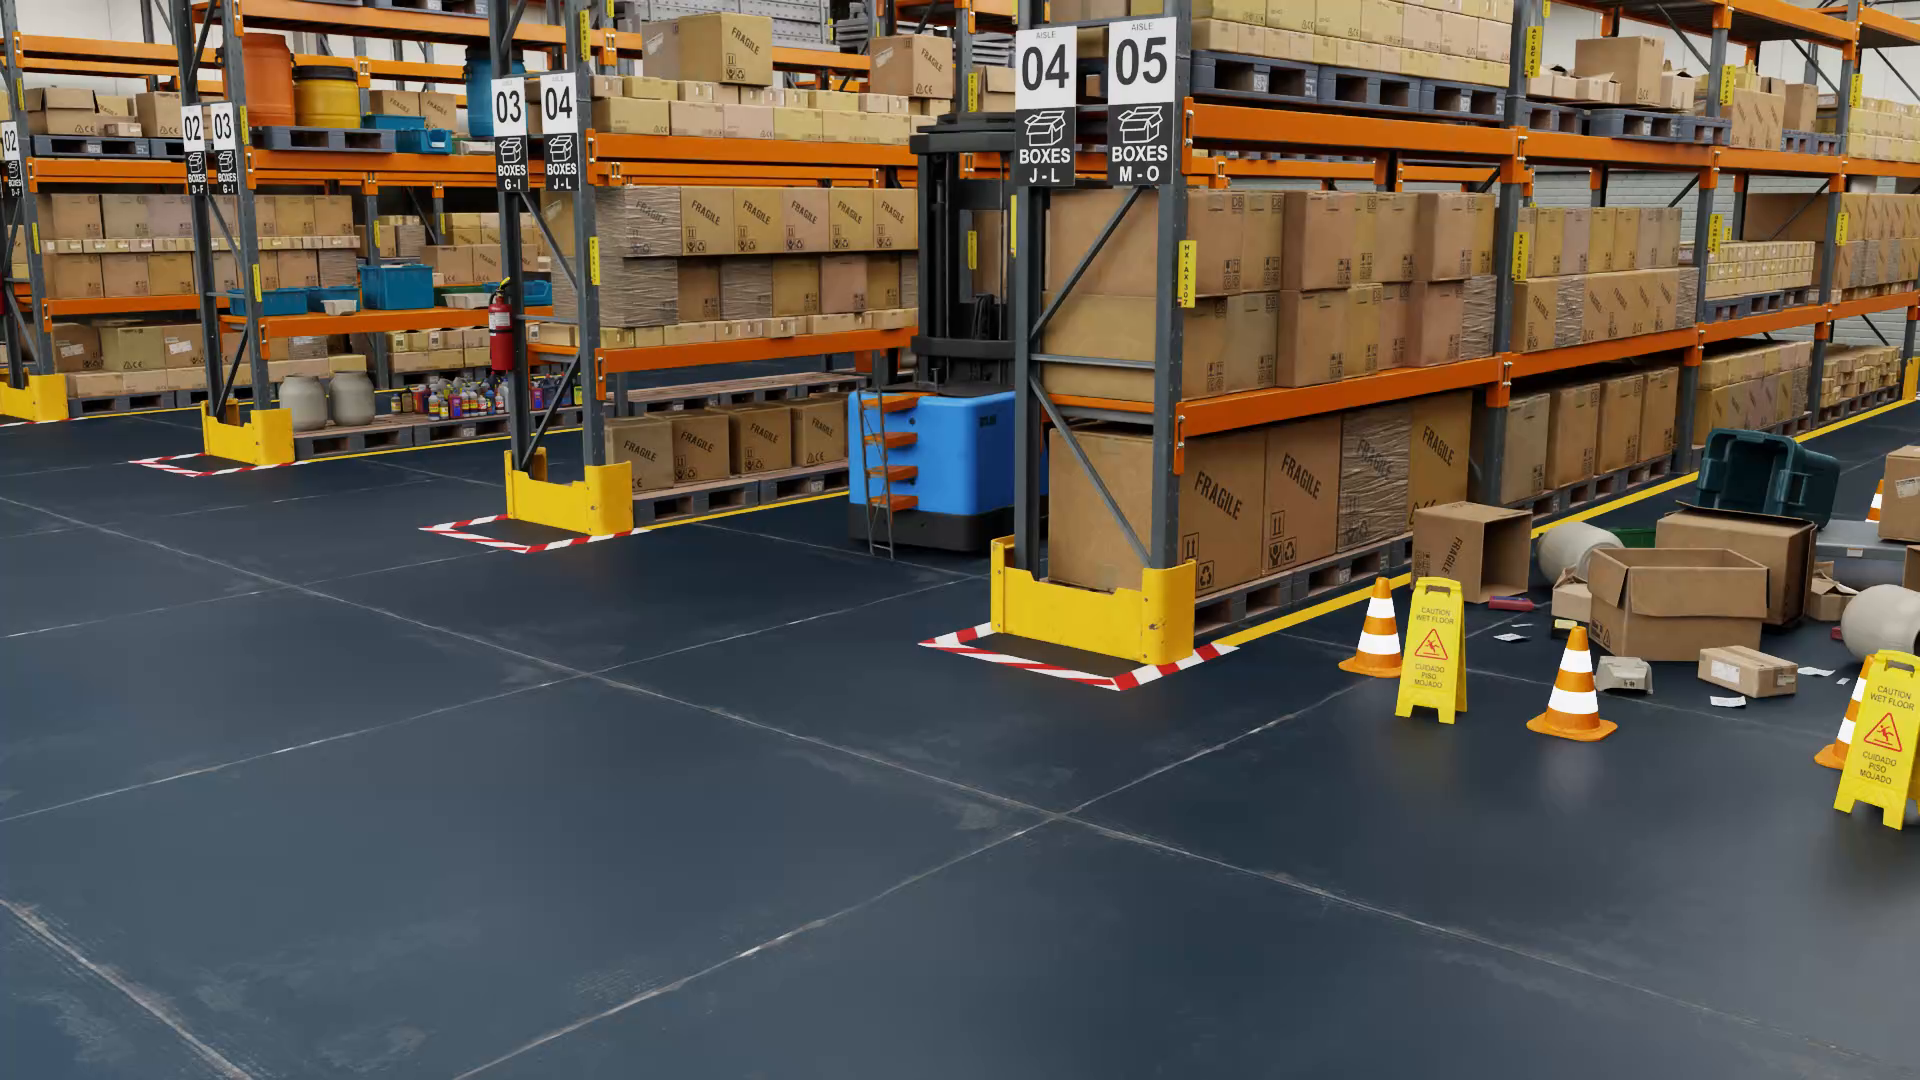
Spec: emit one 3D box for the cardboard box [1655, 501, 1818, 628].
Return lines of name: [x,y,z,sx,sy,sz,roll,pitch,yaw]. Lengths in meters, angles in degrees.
cardboard box: [4.366,0.130,9.428,0.797,0.637,0.503,10,15,40]

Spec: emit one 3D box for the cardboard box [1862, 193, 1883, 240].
cardboard box: [9.801,-3.562,18.319,0.500,0.500,0.500,10,15,41]

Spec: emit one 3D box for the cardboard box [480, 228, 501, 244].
cardboard box: [-7.963,-5.001,28.028,0.500,0.500,0.500,10,15,42]

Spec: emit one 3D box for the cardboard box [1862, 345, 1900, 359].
cardboard box: [11.115,-2.271,20.111,0.380,0.149,0.250,10,15,41]

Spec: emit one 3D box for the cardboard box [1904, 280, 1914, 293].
cardboard box: [11.271,-3.074,20.087,0.380,0.149,0.250,10,15,40]

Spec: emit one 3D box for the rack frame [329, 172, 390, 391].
rack frame: [-7.745,-3.454,21.346,1.000,3.000,0.127,10,15,40]

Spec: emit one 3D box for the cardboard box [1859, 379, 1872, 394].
cardboard box: [10.280,-1.786,19.200,0.380,0.149,0.250,10,15,41]

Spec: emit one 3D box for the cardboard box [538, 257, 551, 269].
cardboard box: [-5.841,-3.892,23.768,0.500,0.311,0.500,10,15,40]

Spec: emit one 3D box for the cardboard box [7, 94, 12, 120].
cardboard box: [-12.990,-5.847,22.811,0.500,0.500,0.500,10,15,40]

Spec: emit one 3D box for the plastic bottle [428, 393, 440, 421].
plastic bottle: [-5.237,-1.329,16.549,0.097,0.271,0.097,0,11,0]

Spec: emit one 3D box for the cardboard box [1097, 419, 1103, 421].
cardboard box: [1.181,-1.482,16.734,0.500,0.500,0.700,-11,15,-43]

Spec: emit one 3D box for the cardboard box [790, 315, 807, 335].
cardboard box: [-1.451,-1.734,13.377,0.380,0.149,0.250,10,15,40]

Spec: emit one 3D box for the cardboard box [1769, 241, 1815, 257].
cardboard box: [8.515,-2.984,17.042,0.380,0.149,0.250,11,16,43]

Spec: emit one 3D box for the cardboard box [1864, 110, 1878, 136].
cardboard box: [9.464,-4.449,17.774,0.500,0.250,0.500,10,15,40]

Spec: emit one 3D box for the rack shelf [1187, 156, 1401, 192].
rack shelf: [3.654,-4.174,19.127,1.077,0.370,4.000,10,15,40]

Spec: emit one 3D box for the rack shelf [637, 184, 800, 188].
rack shelf: [-4.868,-6.683,31.693,1.077,0.370,4.000,10,15,40]

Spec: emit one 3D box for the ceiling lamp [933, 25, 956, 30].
ceiling lamp: [0.121,-11.732,32.573,2.000,3.185,0.800,10,15,40]

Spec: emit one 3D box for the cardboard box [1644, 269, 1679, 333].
cardboard box: [5.567,-1.980,13.710,0.500,0.500,0.500,10,15,40]

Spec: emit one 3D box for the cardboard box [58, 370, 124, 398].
cardboard box: [-9.865,-1.773,18.879,0.500,0.250,0.500,10,15,40]

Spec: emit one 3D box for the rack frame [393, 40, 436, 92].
rack frame: [-8.828,-7.624,26.909,1.000,3.000,0.127,10,15,40]

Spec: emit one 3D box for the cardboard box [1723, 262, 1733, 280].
cardboard box: [6.814,-2.459,15.173,0.380,0.149,0.250,9,15,39]

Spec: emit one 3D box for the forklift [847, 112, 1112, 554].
forklift: [0.423,-1.590,12.187,1.130,2.935,3.031,7,13,31]

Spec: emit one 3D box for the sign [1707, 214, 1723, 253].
sign: [6.412,-2.602,14.122,0.100,0.325,0.005,10,15,40]

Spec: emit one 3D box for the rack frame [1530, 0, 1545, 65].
rack frame: [7.615,-6.880,23.183,1.000,3.000,0.127,10,15,40]

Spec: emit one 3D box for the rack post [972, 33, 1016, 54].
rack post: [0.674,-6.775,22.850,0.937,0.300,0.954,9,15,39]

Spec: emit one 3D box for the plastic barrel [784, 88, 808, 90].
plastic barrel: [-2.092,-5.026,20.276,0.600,0.901,0.600,0,11,0]

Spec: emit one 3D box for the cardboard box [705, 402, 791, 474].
cardboard box: [-1.726,-0.836,13.549,0.500,0.500,0.500,-10,15,-42]

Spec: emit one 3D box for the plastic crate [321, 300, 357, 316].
plastic crate: [-5.835,-2.185,15.667,0.298,0.136,0.250,10,15,40]

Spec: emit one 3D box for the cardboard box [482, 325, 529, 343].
cardboard box: [-6.272,-2.842,22.796,0.500,0.311,0.500,10,15,42]

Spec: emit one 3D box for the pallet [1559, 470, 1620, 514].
pallet: [4.610,-0.453,13.439,1.003,0.211,1.213,10,15,40]

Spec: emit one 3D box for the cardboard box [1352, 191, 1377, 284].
cardboard box: [2.004,-1.833,10.091,0.875,0.550,0.500,10,15,40]

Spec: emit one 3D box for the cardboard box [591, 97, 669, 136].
cardboard box: [-2.435,-3.019,11.893,0.500,0.250,0.500,10,15,42]

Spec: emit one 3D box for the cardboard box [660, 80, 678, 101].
cardboard box: [-2.274,-3.266,12.114,0.380,0.149,0.250,9,15,39]

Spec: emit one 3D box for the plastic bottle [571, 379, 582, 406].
plastic bottle: [-4.097,-1.583,17.792,0.061,0.283,0.133,11,16,43]

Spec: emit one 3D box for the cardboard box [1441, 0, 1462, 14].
cardboard box: [2.852,-3.305,10.217,0.380,0.149,0.250,10,15,41]

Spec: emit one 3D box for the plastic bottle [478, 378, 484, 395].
plastic bottle: [-5.136,-1.585,17.800,0.061,0.283,0.133,11,15,43]

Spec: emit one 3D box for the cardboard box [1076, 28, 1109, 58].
cardboard box: [0.677,-2.624,8.844,0.380,0.149,0.250,10,15,40]

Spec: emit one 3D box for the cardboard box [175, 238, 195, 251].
cardboard box: [-9.116,-3.452,19.426,0.380,0.149,0.250,10,15,40]

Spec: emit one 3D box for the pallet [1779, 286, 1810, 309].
pallet: [8.020,-2.506,17.089,1.003,0.211,1.213,10,15,40]

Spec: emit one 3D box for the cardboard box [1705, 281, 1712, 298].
cardboard box: [6.440,-2.228,14.775,0.380,0.149,0.250,10,15,40]

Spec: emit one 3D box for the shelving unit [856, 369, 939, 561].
shelving unit: [-0.375,-0.506,11.123,0.503,1.200,0.258,-16,18,-39]

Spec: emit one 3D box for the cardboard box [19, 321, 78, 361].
cardboard box: [-12.687,-2.771,23.185,0.700,0.500,0.500,9,14,37]

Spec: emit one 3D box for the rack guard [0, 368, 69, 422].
rack guard: [-10.402,-1.636,18.627,1.175,0.500,0.348,10,15,40]

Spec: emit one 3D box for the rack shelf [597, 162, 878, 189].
rack shelf: [-2.707,-4.226,19.387,1.077,0.370,4.000,10,15,40]

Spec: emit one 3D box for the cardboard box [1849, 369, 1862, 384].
cardboard box: [9.940,-1.854,18.784,0.380,0.149,0.250,10,15,40]

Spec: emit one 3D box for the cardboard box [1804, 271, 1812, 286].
cardboard box: [8.520,-2.692,17.102,0.380,0.149,0.250,9,15,39]

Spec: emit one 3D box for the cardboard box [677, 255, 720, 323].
cardboard box: [-2.323,-1.946,12.779,0.875,0.500,0.500,10,15,40]

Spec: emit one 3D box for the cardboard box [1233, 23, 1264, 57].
cardboard box: [1.347,-2.577,8.612,0.380,0.149,0.250,10,15,41]

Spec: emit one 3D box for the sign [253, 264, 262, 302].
sign: [-6.257,-2.289,14.804,0.100,0.325,0.005,10,15,40]

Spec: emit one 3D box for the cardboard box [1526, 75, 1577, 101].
cardboard box: [4.223,-3.240,11.929,0.250,0.149,0.380,10,15,40]

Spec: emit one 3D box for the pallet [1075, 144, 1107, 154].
pallet: [0.863,-3.782,15.807,1.213,0.211,1.003,10,15,40]

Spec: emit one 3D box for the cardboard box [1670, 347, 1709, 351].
cardboard box: [6.920,-1.736,16.139,0.500,0.250,0.500,10,15,42]

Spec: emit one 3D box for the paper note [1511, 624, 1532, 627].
paper note: [3.144,0.477,9.300,0.123,0.001,0.032,-4,12,-18]

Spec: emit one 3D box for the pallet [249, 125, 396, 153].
pallet: [-6.048,-3.712,15.461,1.003,0.211,1.213,10,15,40]

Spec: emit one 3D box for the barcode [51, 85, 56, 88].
barcode: [-12.709,-6.348,23.325,0.001,0.075,0.075,10,15,40]

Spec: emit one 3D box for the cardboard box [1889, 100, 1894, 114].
cardboard box: [10.074,-4.771,18.368,0.380,0.149,0.250,9,15,39]

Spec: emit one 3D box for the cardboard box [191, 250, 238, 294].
cardboard box: [-9.048,-3.210,19.868,0.700,0.500,0.500,10,15,42]
